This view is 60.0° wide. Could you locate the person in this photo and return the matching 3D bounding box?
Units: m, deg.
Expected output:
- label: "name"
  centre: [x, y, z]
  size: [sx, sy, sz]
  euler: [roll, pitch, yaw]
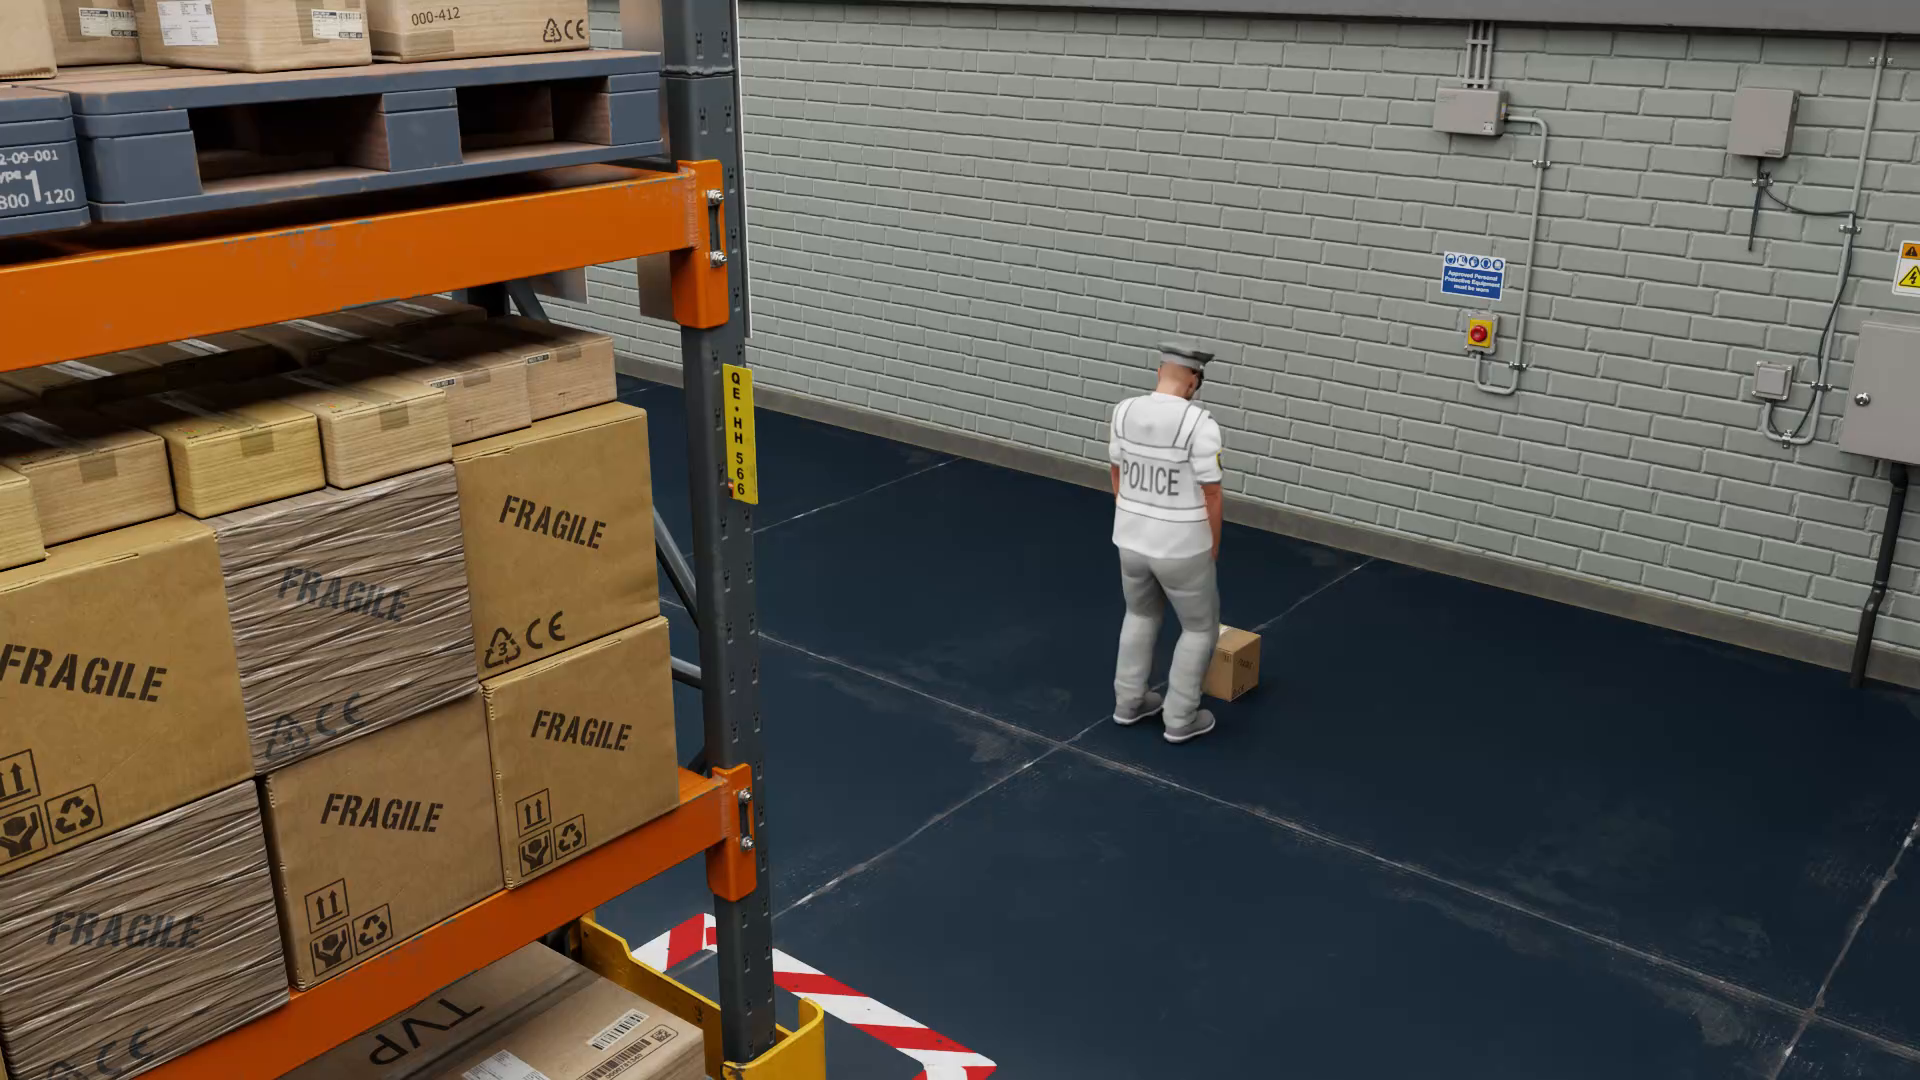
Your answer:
- label: "person"
  centre: [0.872, 0.011, 7.100]
  size: [0.547, 1.720, 0.440]
  euler: [16, 26, 38]
